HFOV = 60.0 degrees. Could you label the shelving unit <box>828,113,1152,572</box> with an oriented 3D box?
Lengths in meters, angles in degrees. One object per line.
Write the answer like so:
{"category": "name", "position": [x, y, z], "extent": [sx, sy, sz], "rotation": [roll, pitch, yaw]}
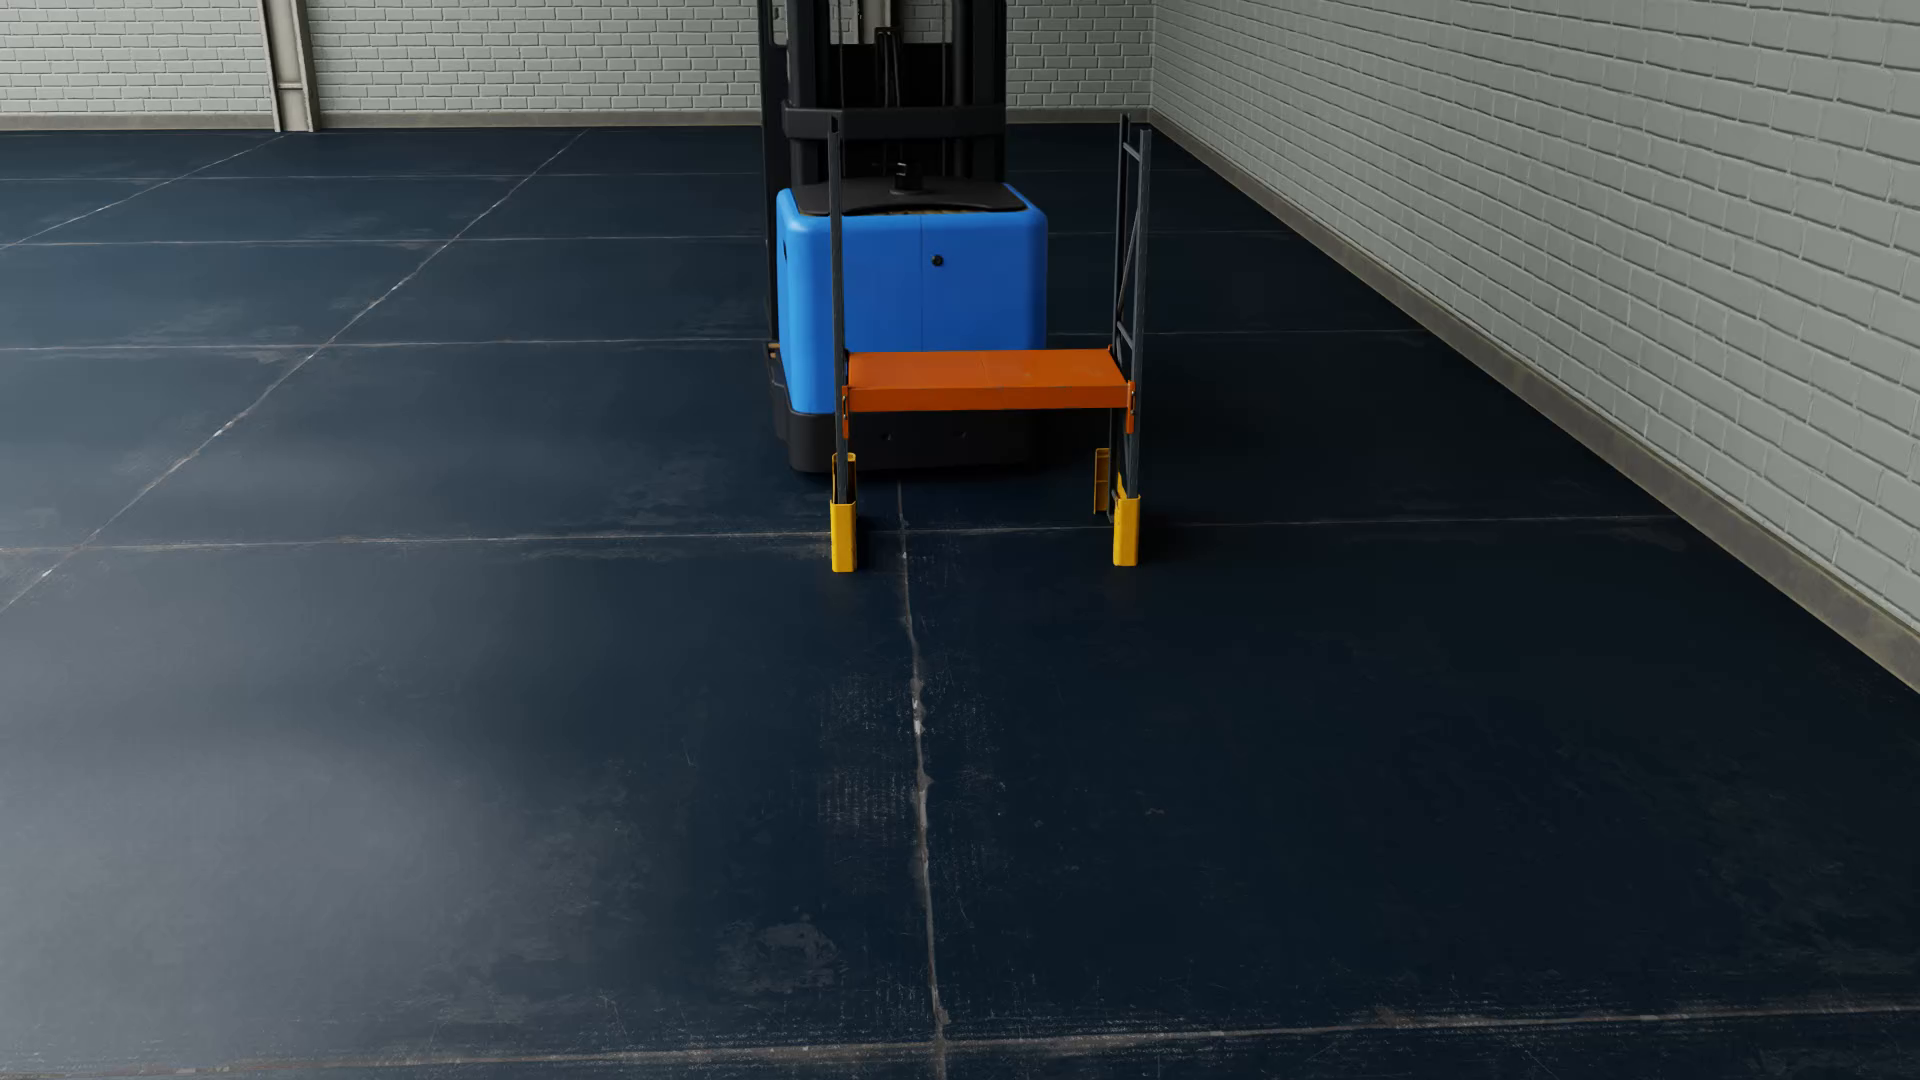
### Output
{"category": "shelving unit", "position": [0.076, -0.702, 5.858], "extent": [1.083, 1.500, 0.587], "rotation": [-1, 21, -3]}

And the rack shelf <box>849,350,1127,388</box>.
{"category": "rack shelf", "position": [0.085, -0.597, 5.899], "extent": [0.952, 0.026, 0.459], "rotation": [-1, 21, -3]}

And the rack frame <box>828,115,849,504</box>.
{"category": "rack frame", "position": [-0.422, -0.692, 5.832], "extent": [0.032, 1.500, 0.500], "rotation": [-1, 21, -3]}

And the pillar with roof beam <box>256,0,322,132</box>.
{"category": "pillar with roof beam", "position": [-6.662, -6.963, 11.761], "extent": [0.400, 9.000, 9.100], "rotation": [-1, 21, -3]}

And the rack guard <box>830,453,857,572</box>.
{"category": "rack guard", "position": [-0.421, -0.108, 6.054], "extent": [0.087, 0.250, 0.587], "rotation": [-1, 21, -3]}

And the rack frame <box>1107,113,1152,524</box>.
{"category": "rack frame", "position": [0.593, -0.713, 5.886], "extent": [0.032, 1.500, 0.500], "rotation": [-1, 21, -3]}

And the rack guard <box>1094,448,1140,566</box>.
{"category": "rack guard", "position": [0.573, -0.128, 6.107], "extent": [0.087, 0.250, 0.587], "rotation": [-1, 21, -3]}

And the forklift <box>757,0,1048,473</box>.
{"category": "forklift", "position": [-15.236, -3.223, 10.466], "extent": [29.544, 2.935, 13.703], "rotation": [-3, 21, -8]}
